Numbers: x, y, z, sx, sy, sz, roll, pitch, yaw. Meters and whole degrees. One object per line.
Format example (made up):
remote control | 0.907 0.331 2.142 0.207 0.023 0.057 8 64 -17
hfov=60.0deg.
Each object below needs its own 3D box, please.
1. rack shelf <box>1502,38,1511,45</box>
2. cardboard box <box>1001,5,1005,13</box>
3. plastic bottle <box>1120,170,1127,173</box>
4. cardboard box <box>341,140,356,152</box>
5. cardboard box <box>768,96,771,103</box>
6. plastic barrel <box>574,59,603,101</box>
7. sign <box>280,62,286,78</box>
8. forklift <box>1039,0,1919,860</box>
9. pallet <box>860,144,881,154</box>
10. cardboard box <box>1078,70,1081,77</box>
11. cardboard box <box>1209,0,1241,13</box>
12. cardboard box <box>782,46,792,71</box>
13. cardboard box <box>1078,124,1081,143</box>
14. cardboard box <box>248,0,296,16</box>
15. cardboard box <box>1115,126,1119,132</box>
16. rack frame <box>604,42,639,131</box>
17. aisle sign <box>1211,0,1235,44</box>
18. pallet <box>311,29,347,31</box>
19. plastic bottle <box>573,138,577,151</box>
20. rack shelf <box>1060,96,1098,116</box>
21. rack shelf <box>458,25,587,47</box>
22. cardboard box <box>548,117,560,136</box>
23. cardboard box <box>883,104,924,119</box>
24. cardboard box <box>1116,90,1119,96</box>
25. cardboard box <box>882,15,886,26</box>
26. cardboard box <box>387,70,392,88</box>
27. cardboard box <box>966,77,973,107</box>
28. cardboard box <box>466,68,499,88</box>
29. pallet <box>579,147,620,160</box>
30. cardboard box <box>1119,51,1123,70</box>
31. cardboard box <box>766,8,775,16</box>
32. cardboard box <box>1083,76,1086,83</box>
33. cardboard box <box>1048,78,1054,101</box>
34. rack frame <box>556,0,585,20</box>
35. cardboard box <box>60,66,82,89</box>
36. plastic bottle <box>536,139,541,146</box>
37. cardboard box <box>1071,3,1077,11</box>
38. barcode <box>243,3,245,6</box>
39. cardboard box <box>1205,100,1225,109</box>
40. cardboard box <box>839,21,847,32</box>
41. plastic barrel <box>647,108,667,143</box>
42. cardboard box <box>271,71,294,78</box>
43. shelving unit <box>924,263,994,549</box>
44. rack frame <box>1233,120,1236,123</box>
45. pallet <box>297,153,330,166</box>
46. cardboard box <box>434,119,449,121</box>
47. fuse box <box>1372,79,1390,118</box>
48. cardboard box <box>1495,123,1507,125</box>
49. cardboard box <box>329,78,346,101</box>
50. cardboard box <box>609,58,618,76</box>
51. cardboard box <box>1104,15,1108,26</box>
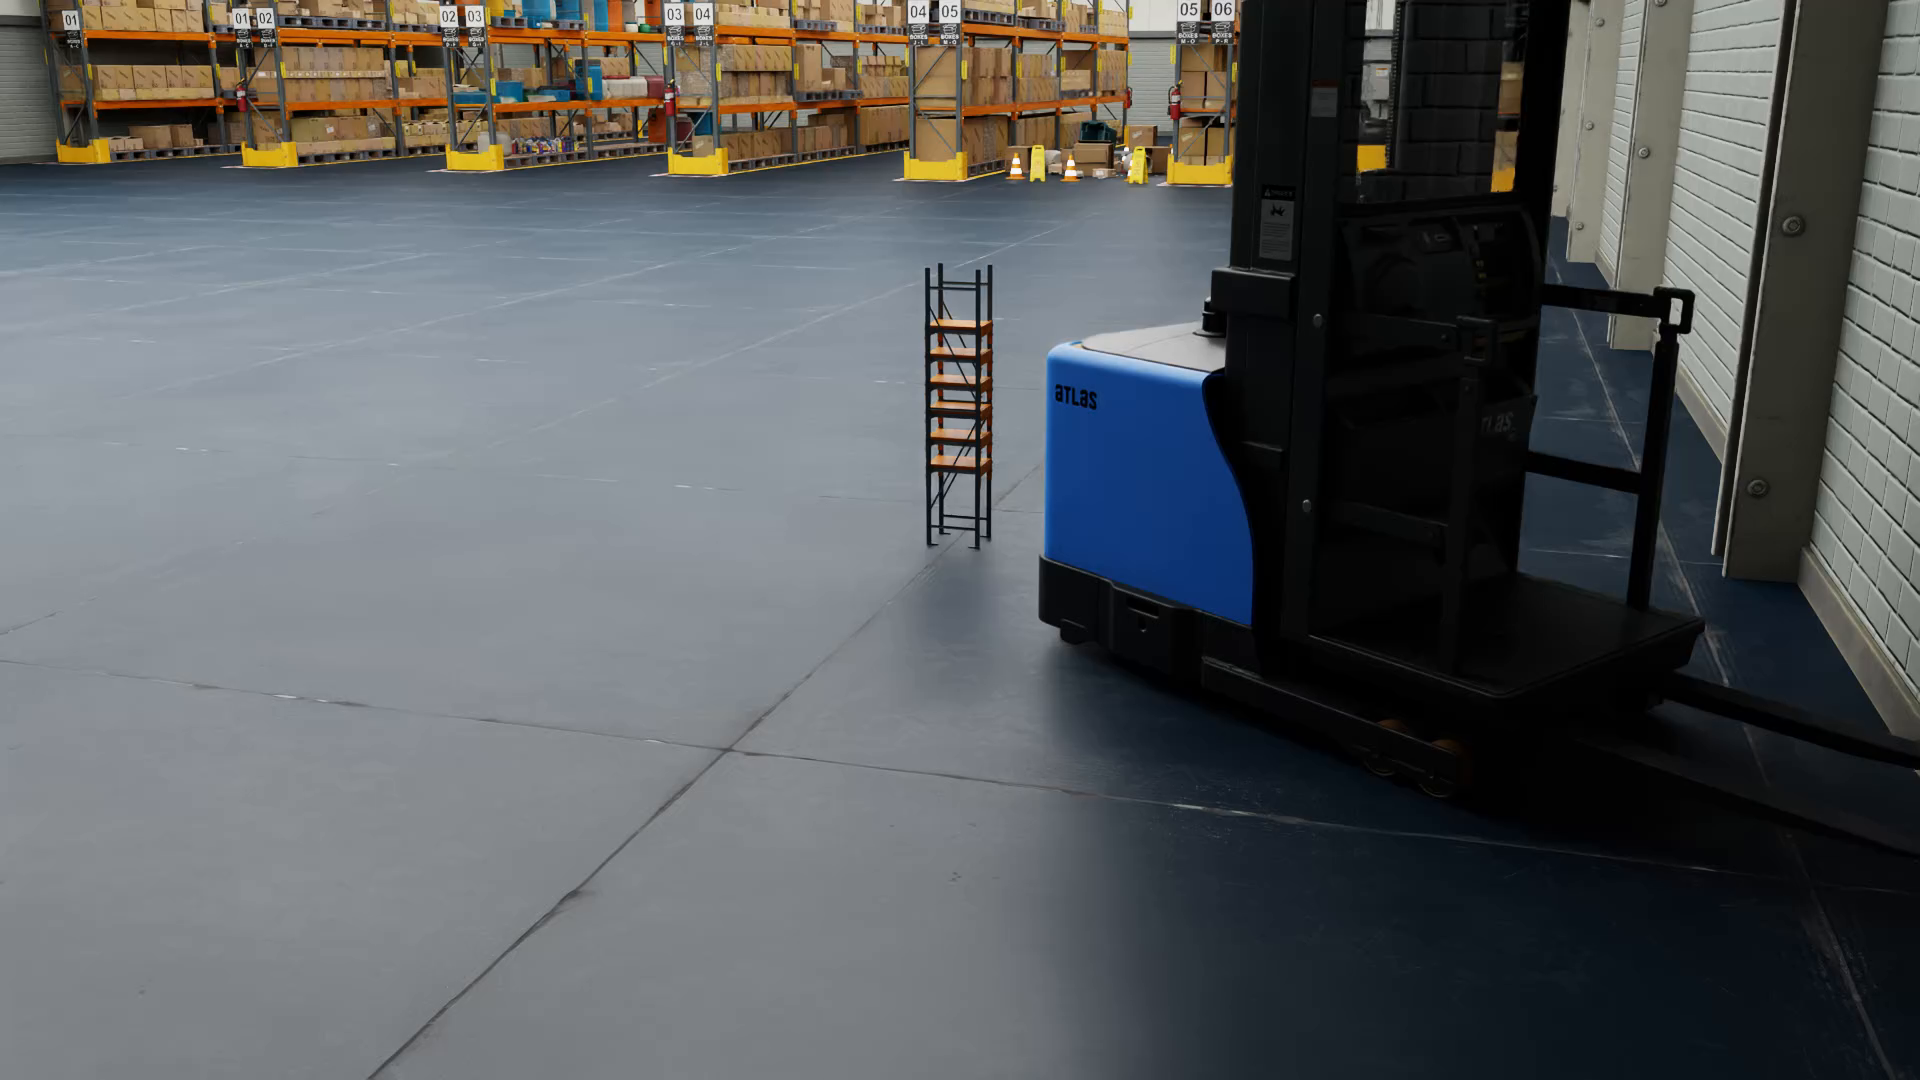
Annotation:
rack shelf | 13.061 -12.257 40.866 1.077 0.370 4.000 5 16 16
cardboard box | 0.671 -10.537 32.991 0.380 0.149 0.250 5 16 16
plastic bottle | 3.294 -7.322 33.030 0.133 0.061 0.283 8 18 25
cardboard box | -13.883 -8.813 37.173 0.500 0.250 0.500 5 16 16
cardboard box | -4.192 -9.241 34.874 0.380 0.149 0.250 5 16 16
plastic barrel | -8.391 -10.399 37.576 0.600 0.901 0.708 5 16 16
sign | -14.146 -9.829 34.752 0.100 0.325 0.005 5 16 16
forklift | 1.597 -0.828 4.878 1.130 2.935 3.031 -12 20 -37
pallet | -2.610 -9.601 40.793 1.003 0.211 1.213 5 16 16
cardboard box | 2.732 -11.354 40.464 0.380 0.149 0.250 4 16 14
cardboard box | 4.720 -9.506 29.579 0.500 0.250 0.500 4 16 15
cardboard box | -3.907 -10.229 35.335 0.500 0.500 0.500 5 16 16
cardboard box | 2.693 -9.896 40.533 0.500 0.500 0.500 4 16 15
cardboard box | -14.509 -11.331 35.068 0.797 0.503 0.637 6 17 20
cardboard box | 4.072 -11.102 44.882 0.380 0.149 0.250 4 16 14
rack frame | -10.129 -13.605 49.797 1.000 3.000 0.127 5 16 16
aisle sign | 4.602 -9.091 29.121 0.394 0.787 0.004 5 16 16
pallet | -17.021 -13.420 43.993 1.213 0.211 1.003 5 17 18
plastic bottle | -8.612 -8.833 37.147 0.061 0.283 0.133 5 17 19
rack shelf | 2.389 -10.508 40.199 1.077 0.370 4.000 5 16 16
rack shelf | -9.360 -10.654 35.214 1.077 0.370 4.000 5 16 16
cardboard box | -11.280 -11.287 45.401 0.500 0.500 0.500 5 16 16
cardboard box | -1.505 -11.135 44.215 0.875 0.875 0.875 5 16 16
cardboard box | 4.059 -11.999 44.596 0.380 0.149 0.250 5 17 17
cardboard box | -2.167 -13.111 41.954 0.500 0.311 0.500 4 16 14
cardboard box | -16.041 -12.867 46.433 0.500 0.500 0.500 5 17 16
cardboard box | -0.255 -8.557 31.725 0.875 0.550 0.550 5 16 16
cardboard box | -12.332 -11.935 42.958 0.700 0.500 0.500 -1 16 -3
pallet | -8.605 -8.947 38.486 1.003 0.211 1.213 5 16 16
cardboard box | 4.059 -12.825 44.487 0.500 0.500 0.500 4 16 14
cardboard box | -4.064 -10.942 34.456 0.380 0.149 0.250 4 16 14
cardboard box | 2.887 -11.349 40.990 0.380 0.149 0.250 5 17 18
cardboard box | 1.807 -10.110 37.294 0.500 0.500 0.500 5 16 16
rack frame | -8.791 -12.966 36.552 1.000 3.000 0.127 5 16 16
cardboard box | -19.497 -10.240 36.798 0.500 0.500 0.500 4 16 15
plastic bottle | -9.344 -8.753 36.885 0.097 0.271 0.097 0 16 0
cardboard box | 2.393 -12.679 40.076 0.797 0.503 0.637 4 16 15
barcode | -15.053 -11.257 34.960 0.001 0.075 0.075 5 16 16
cardboard box | 4.617 -7.833 29.908 0.380 0.149 0.250 5 16 16
cardboard box | -2.934 -11.839 38.350 0.500 0.250 0.500 5 16 16
plastic barrel | -7.532 -10.414 41.755 0.600 0.830 0.708 5 16 16
cardboard box | -14.358 -9.865 35.239 0.380 0.149 0.250 5 16 15
shelving unit | -0.004 -0.573 7.152 0.258 1.200 0.189 5 16 16
rack frame | 5.459 -8.927 33.307 1.000 3.000 0.127 5 16 16
pallet | -14.499 -8.280 36.136 1.003 0.211 1.213 5 16 16
cardboard box | -12.974 -10.408 41.769 0.500 0.311 0.500 4 16 14
fuse box | 12.422 -12.723 49.050 0.539 1.711 0.414 5 16 16
cardboard box | 11.803 -9.014 36.234 0.380 0.149 0.250 6 17 19
cardboard box | -14.094 -9.993 36.881 0.700 0.500 0.500 5 17 18
cardboard box | -10.278 -13.728 48.215 0.500 0.500 0.500 5 17 17
cardboard box | 3.471 -13.227 42.326 0.500 0.250 0.500 5 16 16
